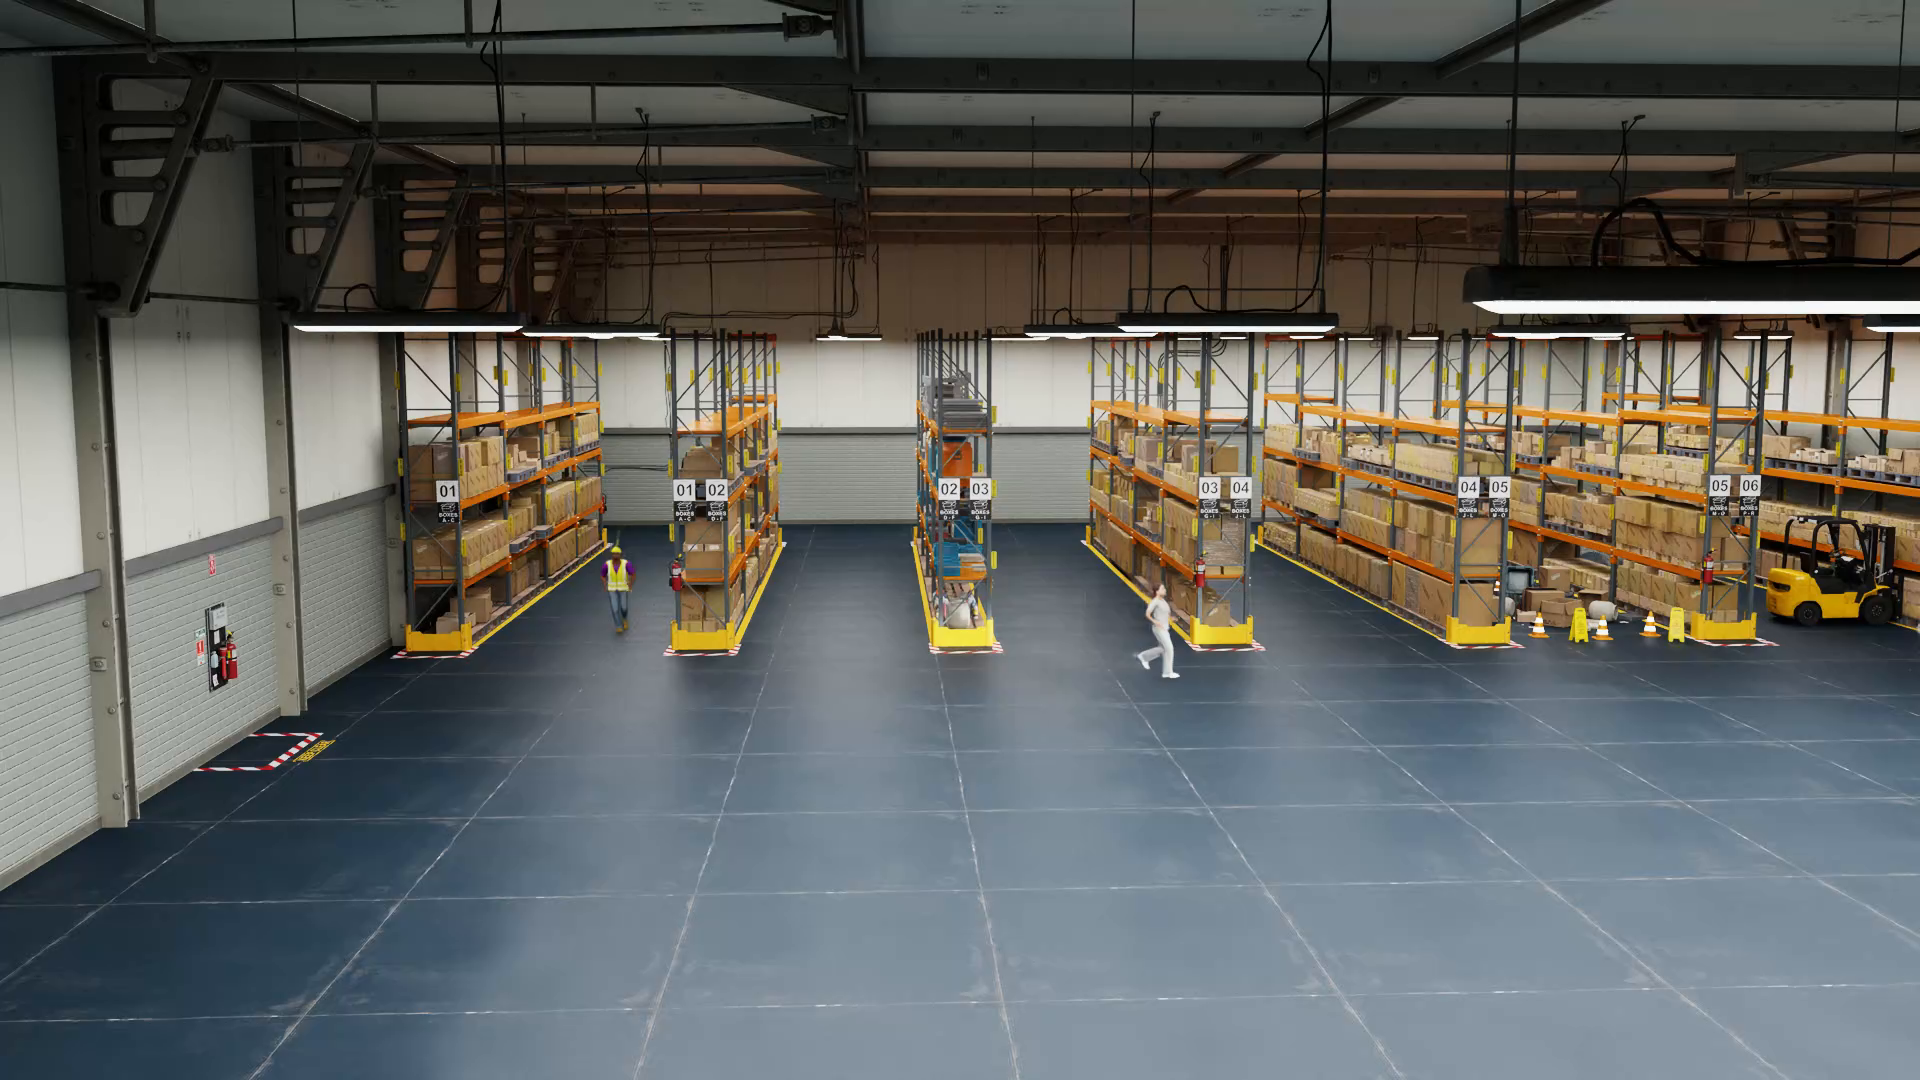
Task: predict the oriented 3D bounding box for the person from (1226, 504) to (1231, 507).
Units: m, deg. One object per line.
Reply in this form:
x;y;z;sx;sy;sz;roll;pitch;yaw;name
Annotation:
7.468;-0.426;45.802;0.611;1.587;0.934;0;7;2;person

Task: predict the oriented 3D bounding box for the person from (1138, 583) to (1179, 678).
3.412;1.543;28.625;0.793;1.634;0.575;4;8;28;person

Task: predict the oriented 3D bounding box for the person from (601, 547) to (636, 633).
-6.762;0.993;32.862;0.674;1.721;0.569;-1;7;-6;person
